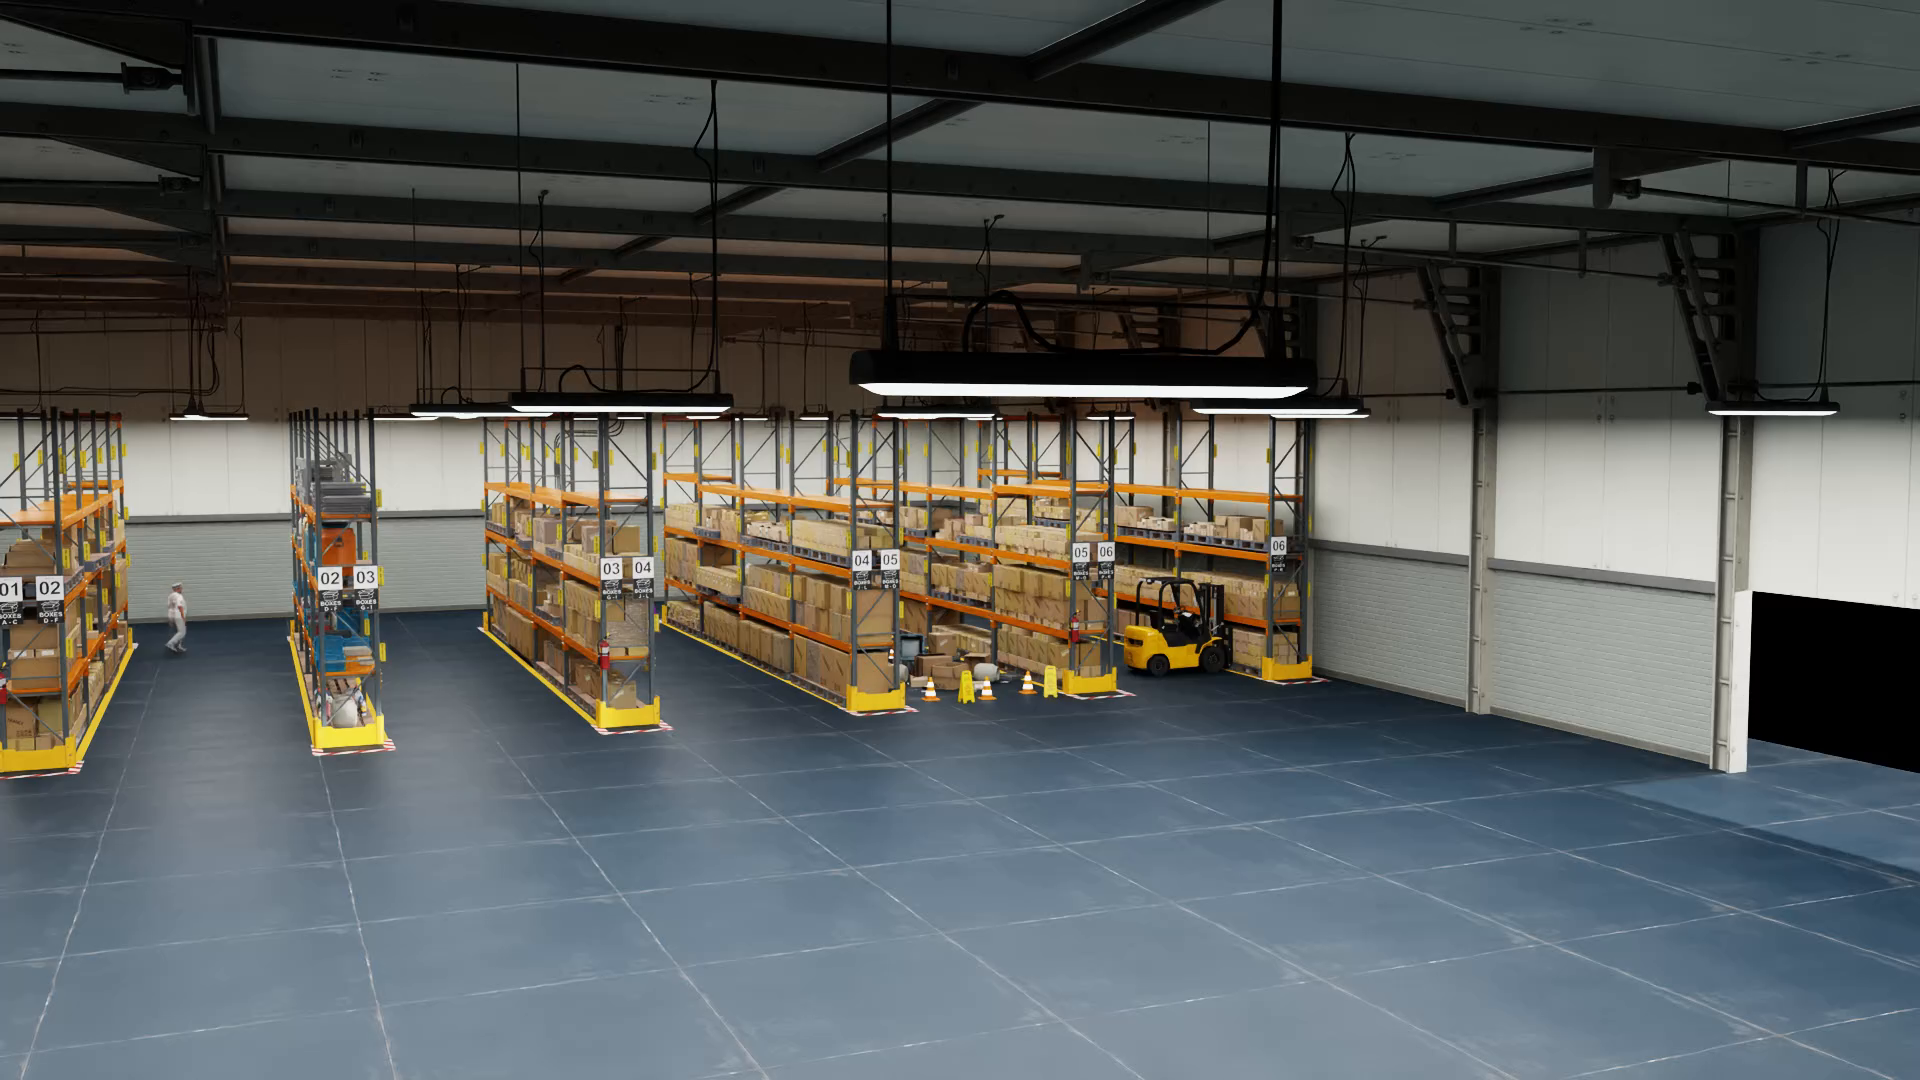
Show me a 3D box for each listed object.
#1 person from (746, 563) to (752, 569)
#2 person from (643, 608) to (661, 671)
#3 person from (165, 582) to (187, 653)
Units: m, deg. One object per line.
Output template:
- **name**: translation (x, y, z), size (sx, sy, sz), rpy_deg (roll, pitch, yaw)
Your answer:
- **person**: translation (-5.911, 1.546, 46.918), size (0.560, 1.776, 0.494), rpy_deg (0, 4, 3)
- **person**: translation (-7.257, 2.138, 38.812), size (0.588, 1.766, 0.723), rpy_deg (-3, 5, -36)
- **person**: translation (-19.482, 1.942, 41.286), size (0.612, 1.749, 0.833), rpy_deg (2, 4, 21)
